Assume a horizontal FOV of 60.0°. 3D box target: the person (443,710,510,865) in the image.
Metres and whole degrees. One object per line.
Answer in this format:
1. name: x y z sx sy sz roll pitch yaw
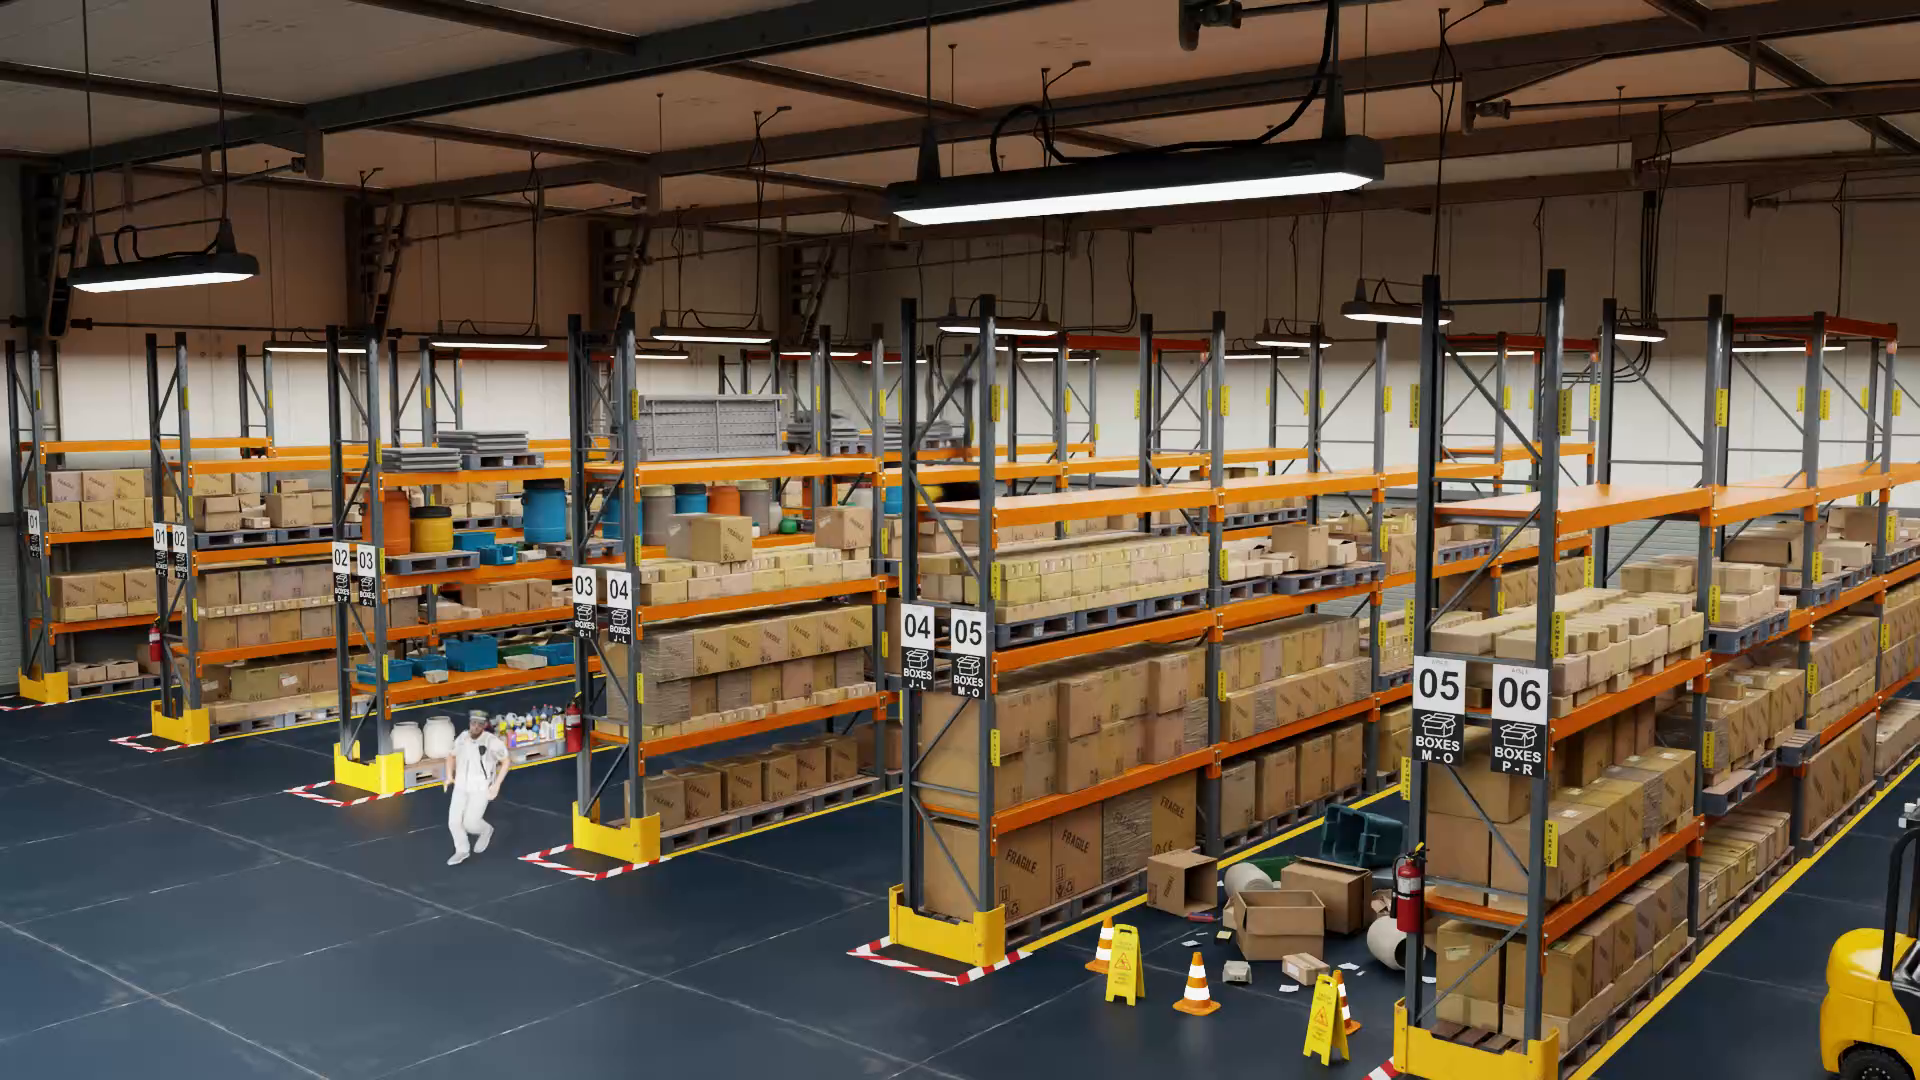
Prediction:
1. person: -5.298 2.684 18.196 0.688 1.715 0.523 1 5 11

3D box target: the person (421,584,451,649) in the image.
1. person: -9.396 1.641 29.972 0.595 1.770 0.874 3 6 31
